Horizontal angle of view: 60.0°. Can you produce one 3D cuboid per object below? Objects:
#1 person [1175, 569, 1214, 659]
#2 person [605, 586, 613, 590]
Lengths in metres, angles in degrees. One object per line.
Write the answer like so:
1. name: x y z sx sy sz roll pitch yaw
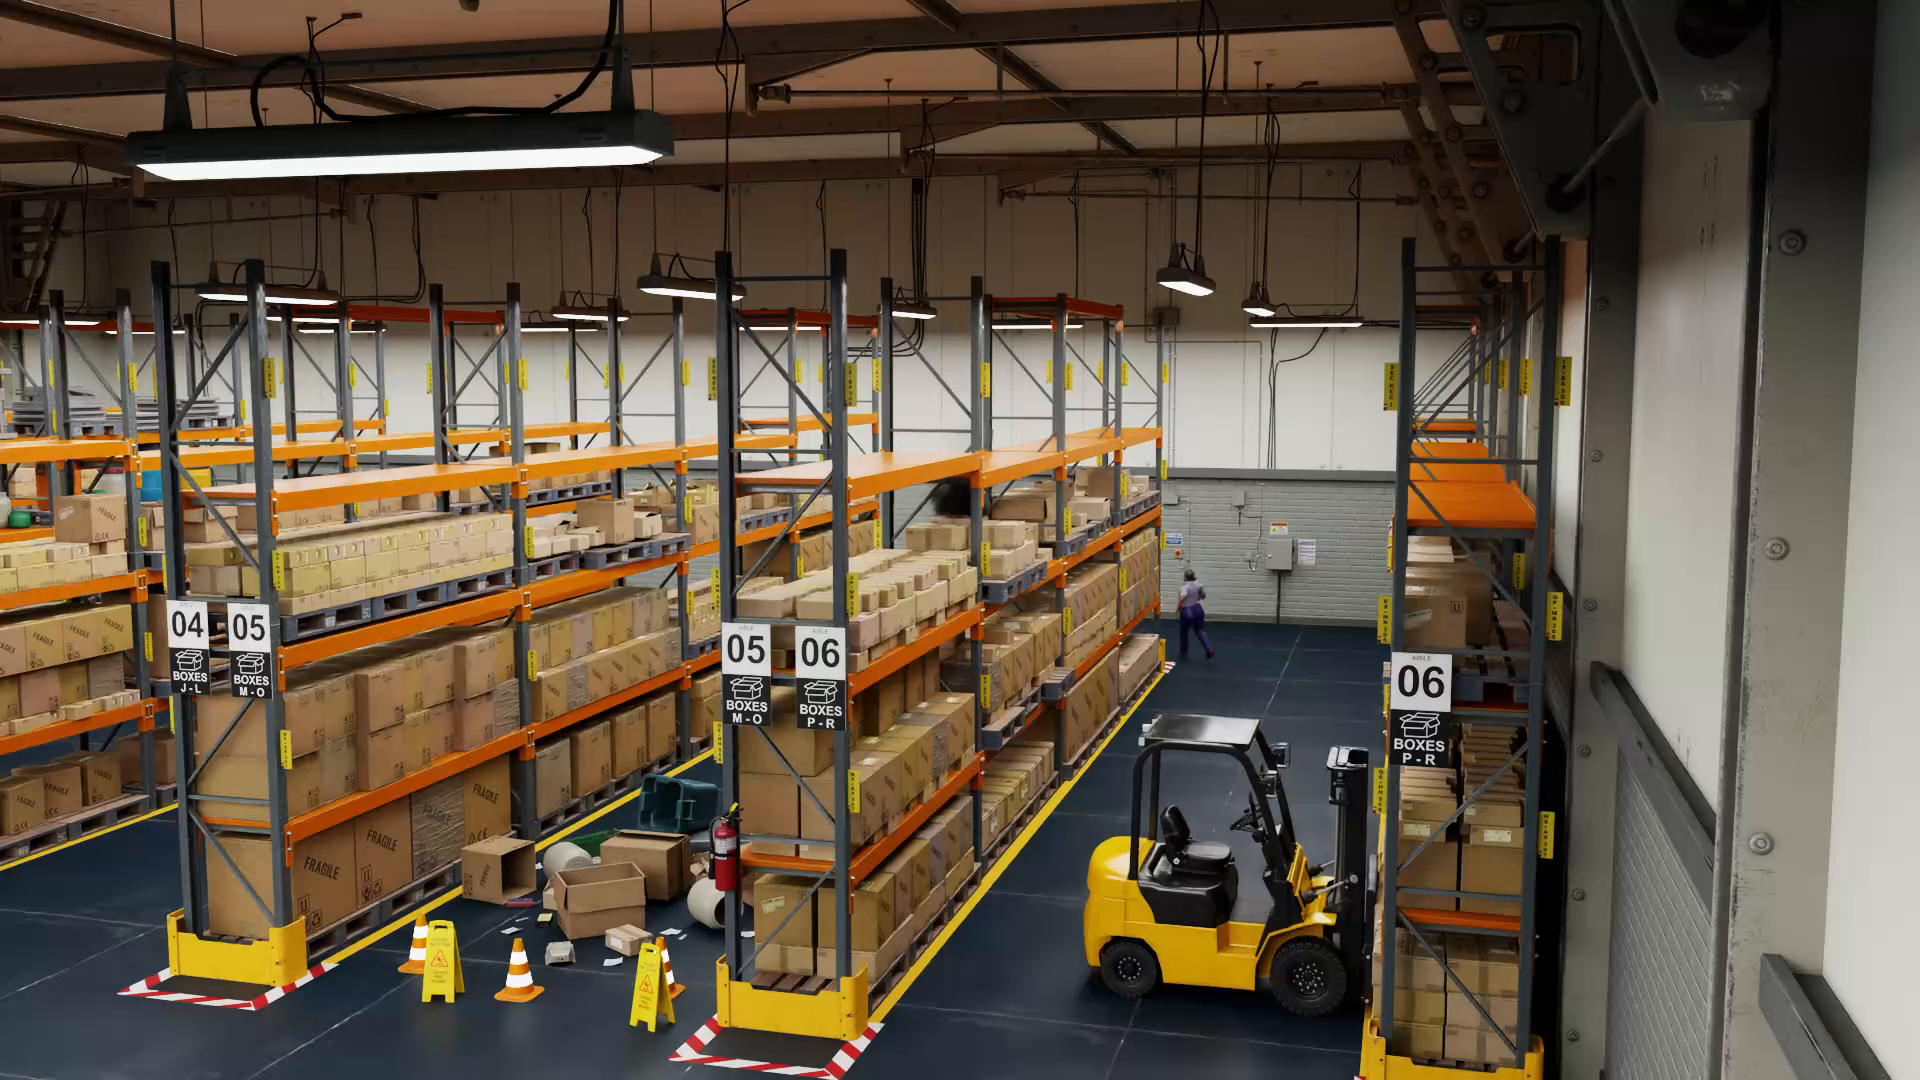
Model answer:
1. person: 3.957 1.284 28.898 0.663 1.598 0.924 -3 7 -25
2. person: -5.358 1.596 25.522 0.636 1.801 0.713 0 6 5
